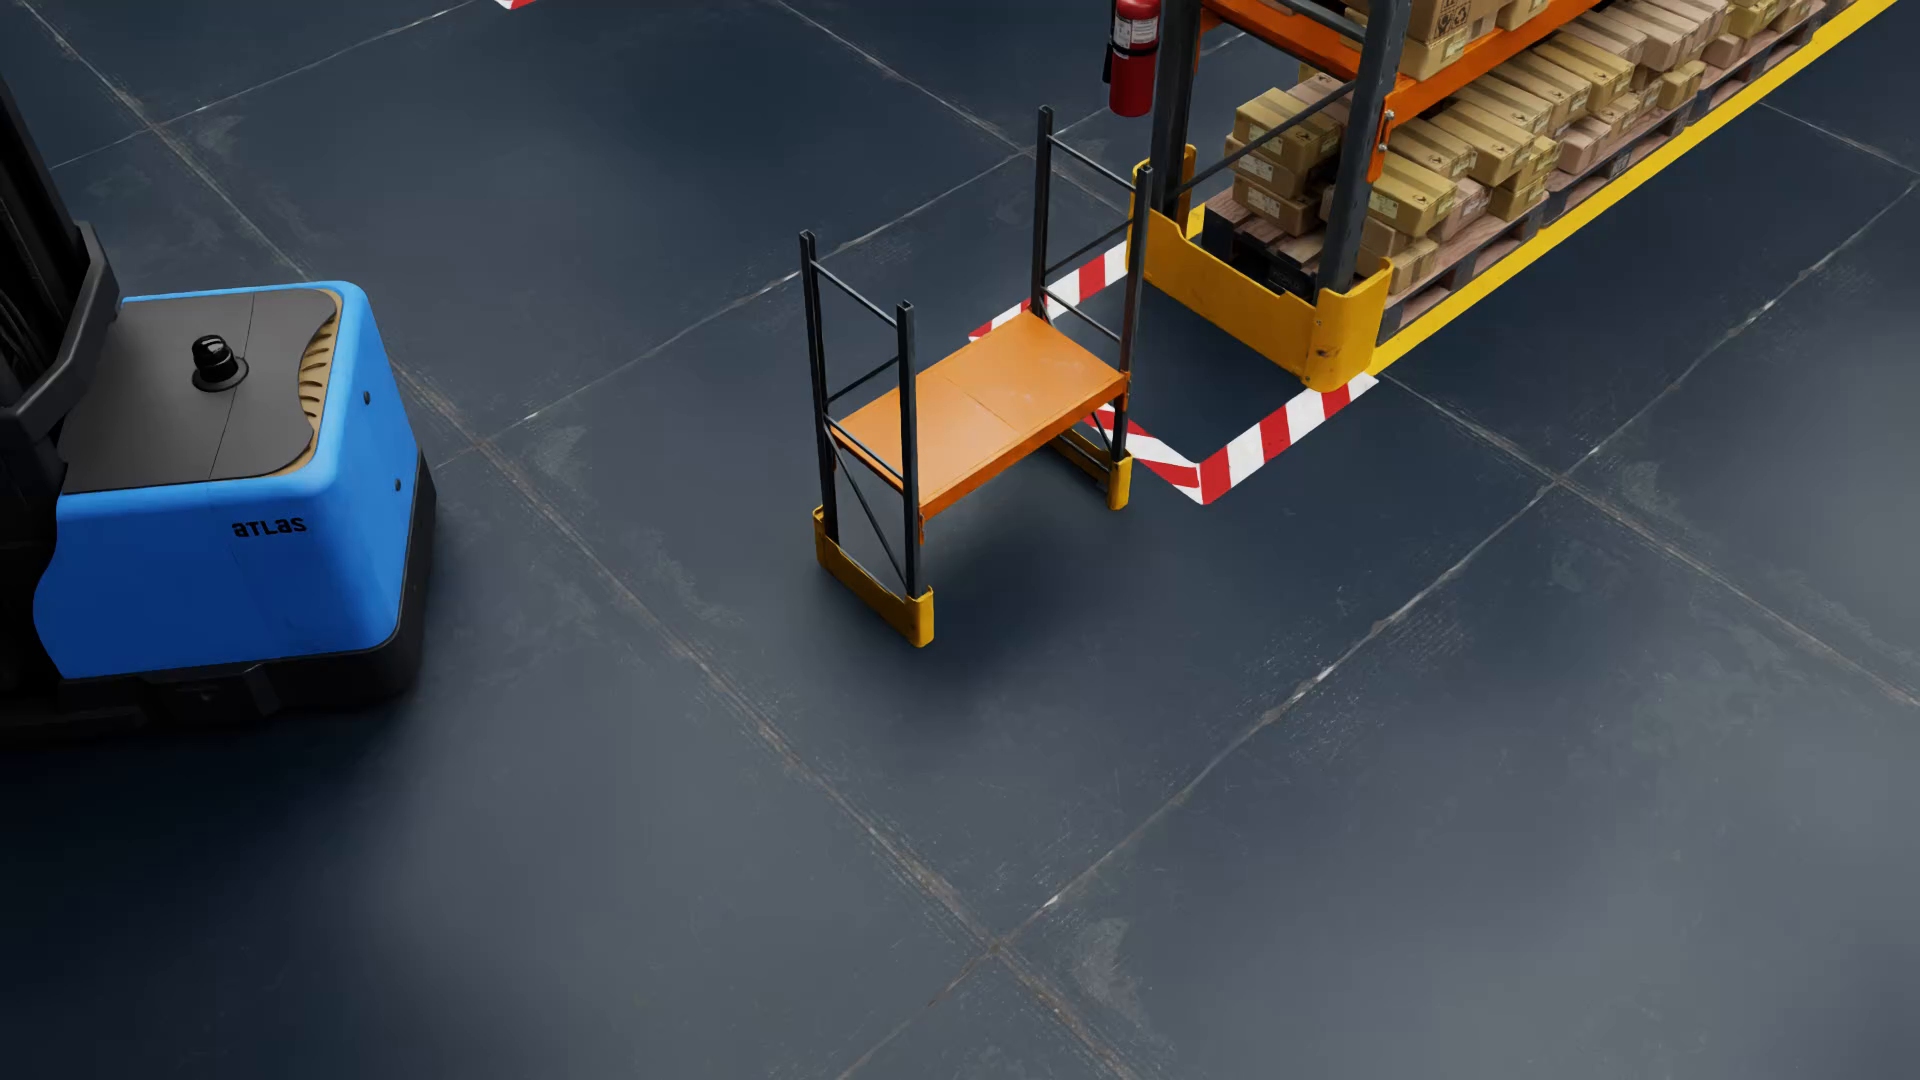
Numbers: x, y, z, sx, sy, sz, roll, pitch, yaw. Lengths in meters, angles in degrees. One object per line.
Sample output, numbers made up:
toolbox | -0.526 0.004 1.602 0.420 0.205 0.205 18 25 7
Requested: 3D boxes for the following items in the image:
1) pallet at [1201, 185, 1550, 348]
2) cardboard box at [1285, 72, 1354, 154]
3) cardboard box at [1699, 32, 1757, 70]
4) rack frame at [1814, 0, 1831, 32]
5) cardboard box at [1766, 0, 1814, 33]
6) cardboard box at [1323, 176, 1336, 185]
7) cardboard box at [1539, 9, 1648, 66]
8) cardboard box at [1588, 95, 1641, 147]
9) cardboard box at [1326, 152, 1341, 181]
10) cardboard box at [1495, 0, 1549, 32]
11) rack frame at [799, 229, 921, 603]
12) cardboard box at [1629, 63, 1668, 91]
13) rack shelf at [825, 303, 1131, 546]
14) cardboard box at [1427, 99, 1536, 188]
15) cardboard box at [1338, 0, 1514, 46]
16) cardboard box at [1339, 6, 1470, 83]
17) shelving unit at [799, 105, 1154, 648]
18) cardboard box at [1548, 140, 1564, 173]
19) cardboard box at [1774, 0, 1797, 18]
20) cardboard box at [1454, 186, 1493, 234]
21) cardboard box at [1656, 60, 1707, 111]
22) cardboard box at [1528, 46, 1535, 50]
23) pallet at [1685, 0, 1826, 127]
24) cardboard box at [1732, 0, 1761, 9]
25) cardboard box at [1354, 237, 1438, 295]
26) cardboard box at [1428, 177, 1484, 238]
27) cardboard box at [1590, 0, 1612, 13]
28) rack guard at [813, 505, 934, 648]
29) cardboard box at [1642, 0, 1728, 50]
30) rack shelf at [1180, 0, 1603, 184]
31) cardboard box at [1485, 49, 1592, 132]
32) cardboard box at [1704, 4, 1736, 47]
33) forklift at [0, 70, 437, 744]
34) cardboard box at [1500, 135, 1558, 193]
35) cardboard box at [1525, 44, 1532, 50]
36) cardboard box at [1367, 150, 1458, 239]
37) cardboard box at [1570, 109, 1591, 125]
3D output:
pallet | 1.847 -1.437 7.433 1.213 0.211 1.003 -34 56 -27
cardboard box | 1.612 -1.833 7.150 0.250 0.149 0.380 -33 55 -26
cardboard box | 3.664 -2.489 8.159 0.250 0.149 0.380 -36 57 -28
rack frame | 4.126 -3.941 7.845 0.127 3.000 1.000 -34 56 -27
cardboard box | 4.065 -2.737 8.389 0.250 0.149 0.380 -33 55 -27
cardboard box | 1.538 -1.695 7.427 0.250 0.149 0.380 -32 55 -26
cardboard box | 2.865 -2.253 7.537 0.250 0.149 0.380 -34 56 -27
cardboard box | 2.905 -1.996 7.705 0.250 0.149 0.380 -34 56 -27
cardboard box | 1.594 -1.756 7.281 0.250 0.149 0.380 -35 56 -28
cardboard box | 2.022 -2.112 6.329 0.250 0.149 0.380 -35 56 -28
rack frame | -0.313 -0.299 5.506 0.032 1.500 0.500 -34 56 -27
cardboard box | 3.090 -2.277 7.762 0.380 0.149 0.250 36 57 29
rack shelf | 0.063 -0.429 5.870 1.000 0.185 0.538 -34 56 -27
cardboard box | 2.178 -1.671 7.000 0.250 0.149 0.380 -34 56 -27
cardboard box | 1.684 -2.170 5.940 0.500 0.500 0.500 -31 55 -26
cardboard box | 1.626 -1.860 6.096 0.250 0.149 0.380 -34 56 -27
shelving unit | 0.056 -0.546 5.734 1.083 1.500 0.587 -34 56 -27
cardboard box | 2.474 -1.769 7.495 0.250 0.149 0.380 -34 56 -27
cardboard box | 3.915 -2.748 8.196 0.380 0.149 0.250 36 57 29
cardboard box | 2.087 -1.524 7.269 0.250 0.149 0.380 -33 55 -27
cardboard box | 3.299 -2.225 7.917 0.250 0.149 0.380 -34 56 -27
cardboard box | 2.708 -2.448 8.121 0.250 0.149 0.380 -35 56 -28
pallet | 3.653 -2.644 8.546 1.213 0.211 1.003 -34 56 -27
cardboard box | 3.696 -2.726 7.973 0.250 0.149 0.380 -34 56 -27
cardboard box | 1.769 -1.224 6.992 0.250 0.149 0.380 -33 55 -26
cardboard box | 1.967 -1.464 7.011 0.250 0.149 0.380 -34 56 -27
cardboard box | 2.938 -2.643 8.099 0.250 0.149 0.380 -31 55 -26
rack guard | -0.312 0.124 5.966 0.087 0.250 0.587 -34 56 -27
cardboard box | 3.313 -2.456 7.724 0.380 0.149 0.250 36 57 29
rack shelf | 2.646 -2.708 7.197 4.000 0.370 1.077 -34 56 -27
cardboard box | 2.517 -1.971 7.277 0.250 0.149 0.380 -32 55 -26
cardboard box | 3.477 -2.535 8.000 0.250 0.149 0.380 -33 55 -27
forklift | -3.430 -0.657 4.862 3.031 2.935 1.130 -6 48 -5
cardboard box | 2.352 -1.701 7.230 0.250 0.149 0.380 -32 55 -26
cardboard box | 2.510 -2.445 7.916 0.250 0.149 0.380 -33 55 -27
cardboard box | 1.782 -1.415 6.764 0.250 0.149 0.380 -36 57 -29
cardboard box | 2.657 -2.040 7.543 0.250 0.149 0.380 -31 54 -25
